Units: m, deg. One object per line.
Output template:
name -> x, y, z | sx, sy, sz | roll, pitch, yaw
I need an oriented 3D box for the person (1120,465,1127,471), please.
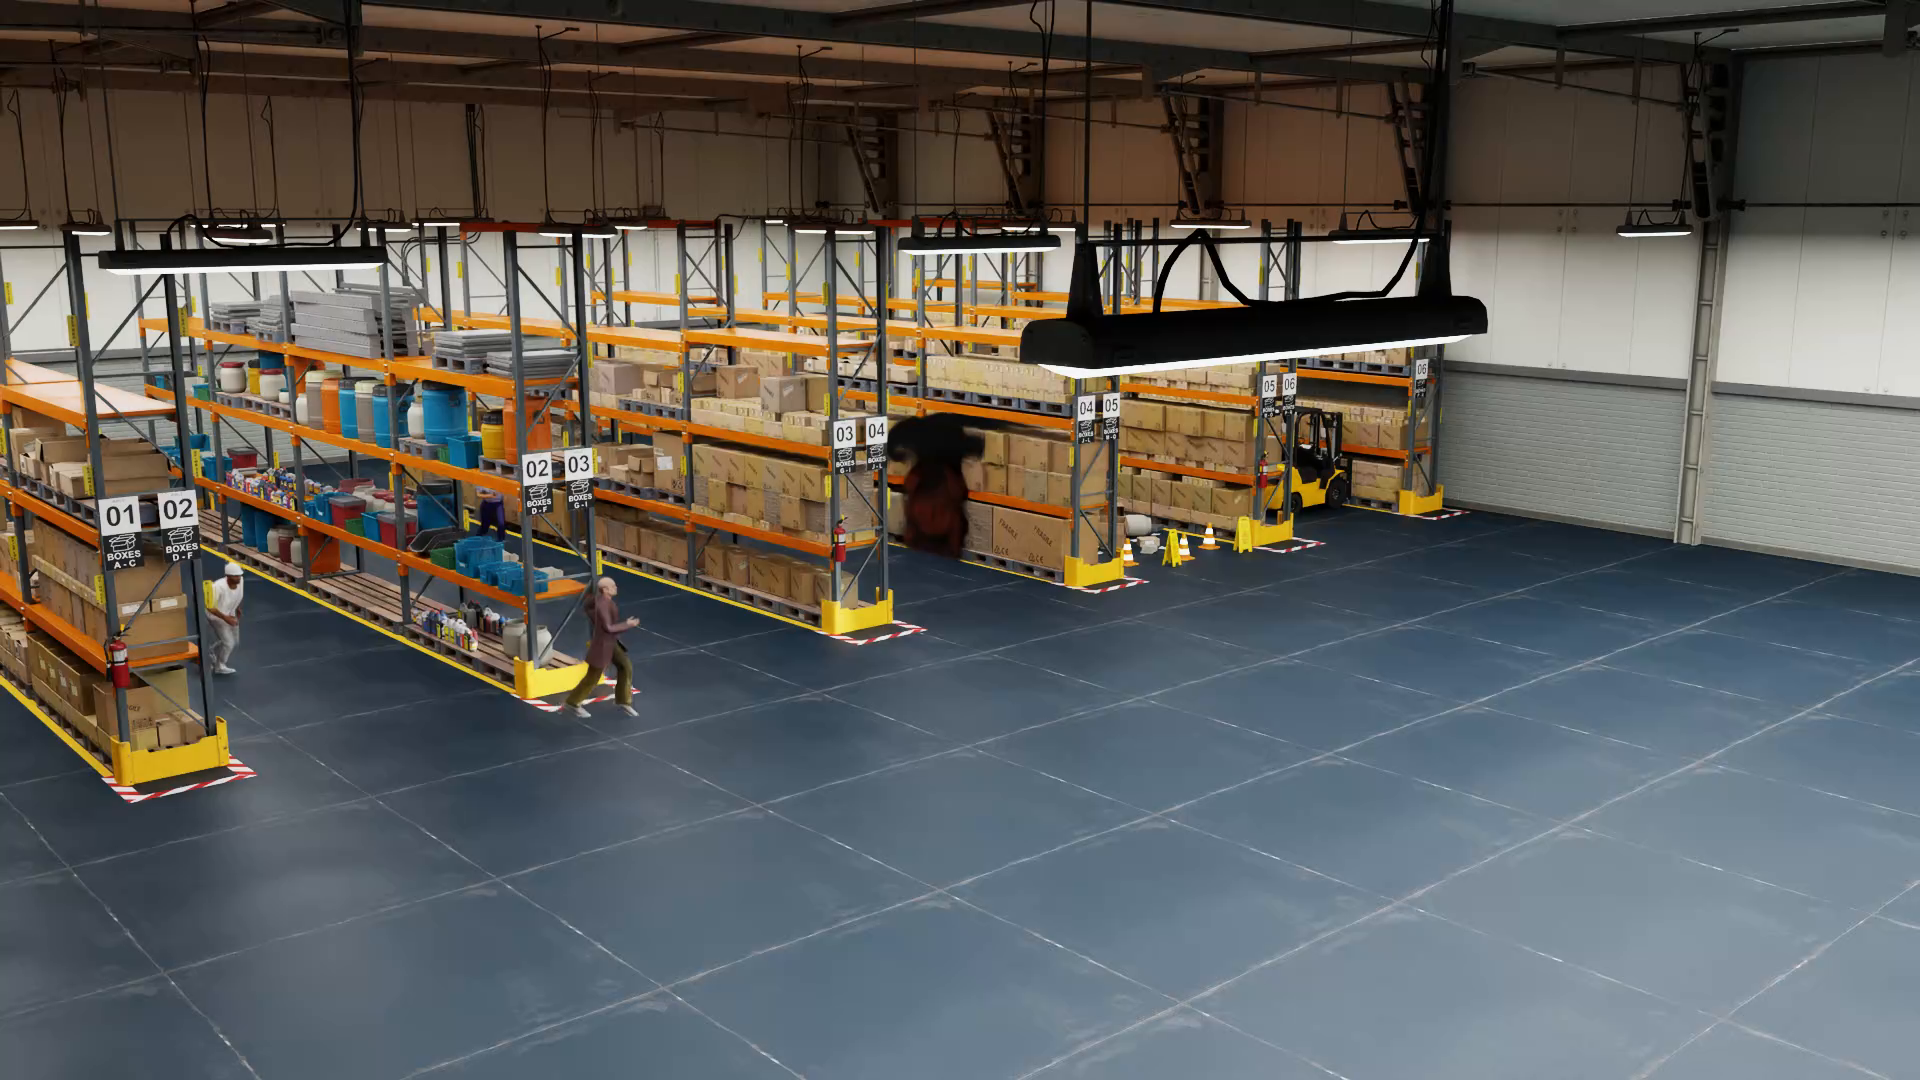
person -> 3.894, -1.828, 36.768 | 0.959, 1.650, 0.694 | 8, 14, 34

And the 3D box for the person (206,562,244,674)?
person -> -10.022, 1.050, 22.605 | 0.925, 1.593, 0.673 | 3, 12, 14

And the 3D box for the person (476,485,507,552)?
person -> -8.618, -0.563, 30.566 | 0.599, 1.679, 0.901 | -8, 14, -33

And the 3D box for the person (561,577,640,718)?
person -> -4.462, 1.359, 20.675 | 0.991, 1.838, 0.716 | -1, 11, -3
